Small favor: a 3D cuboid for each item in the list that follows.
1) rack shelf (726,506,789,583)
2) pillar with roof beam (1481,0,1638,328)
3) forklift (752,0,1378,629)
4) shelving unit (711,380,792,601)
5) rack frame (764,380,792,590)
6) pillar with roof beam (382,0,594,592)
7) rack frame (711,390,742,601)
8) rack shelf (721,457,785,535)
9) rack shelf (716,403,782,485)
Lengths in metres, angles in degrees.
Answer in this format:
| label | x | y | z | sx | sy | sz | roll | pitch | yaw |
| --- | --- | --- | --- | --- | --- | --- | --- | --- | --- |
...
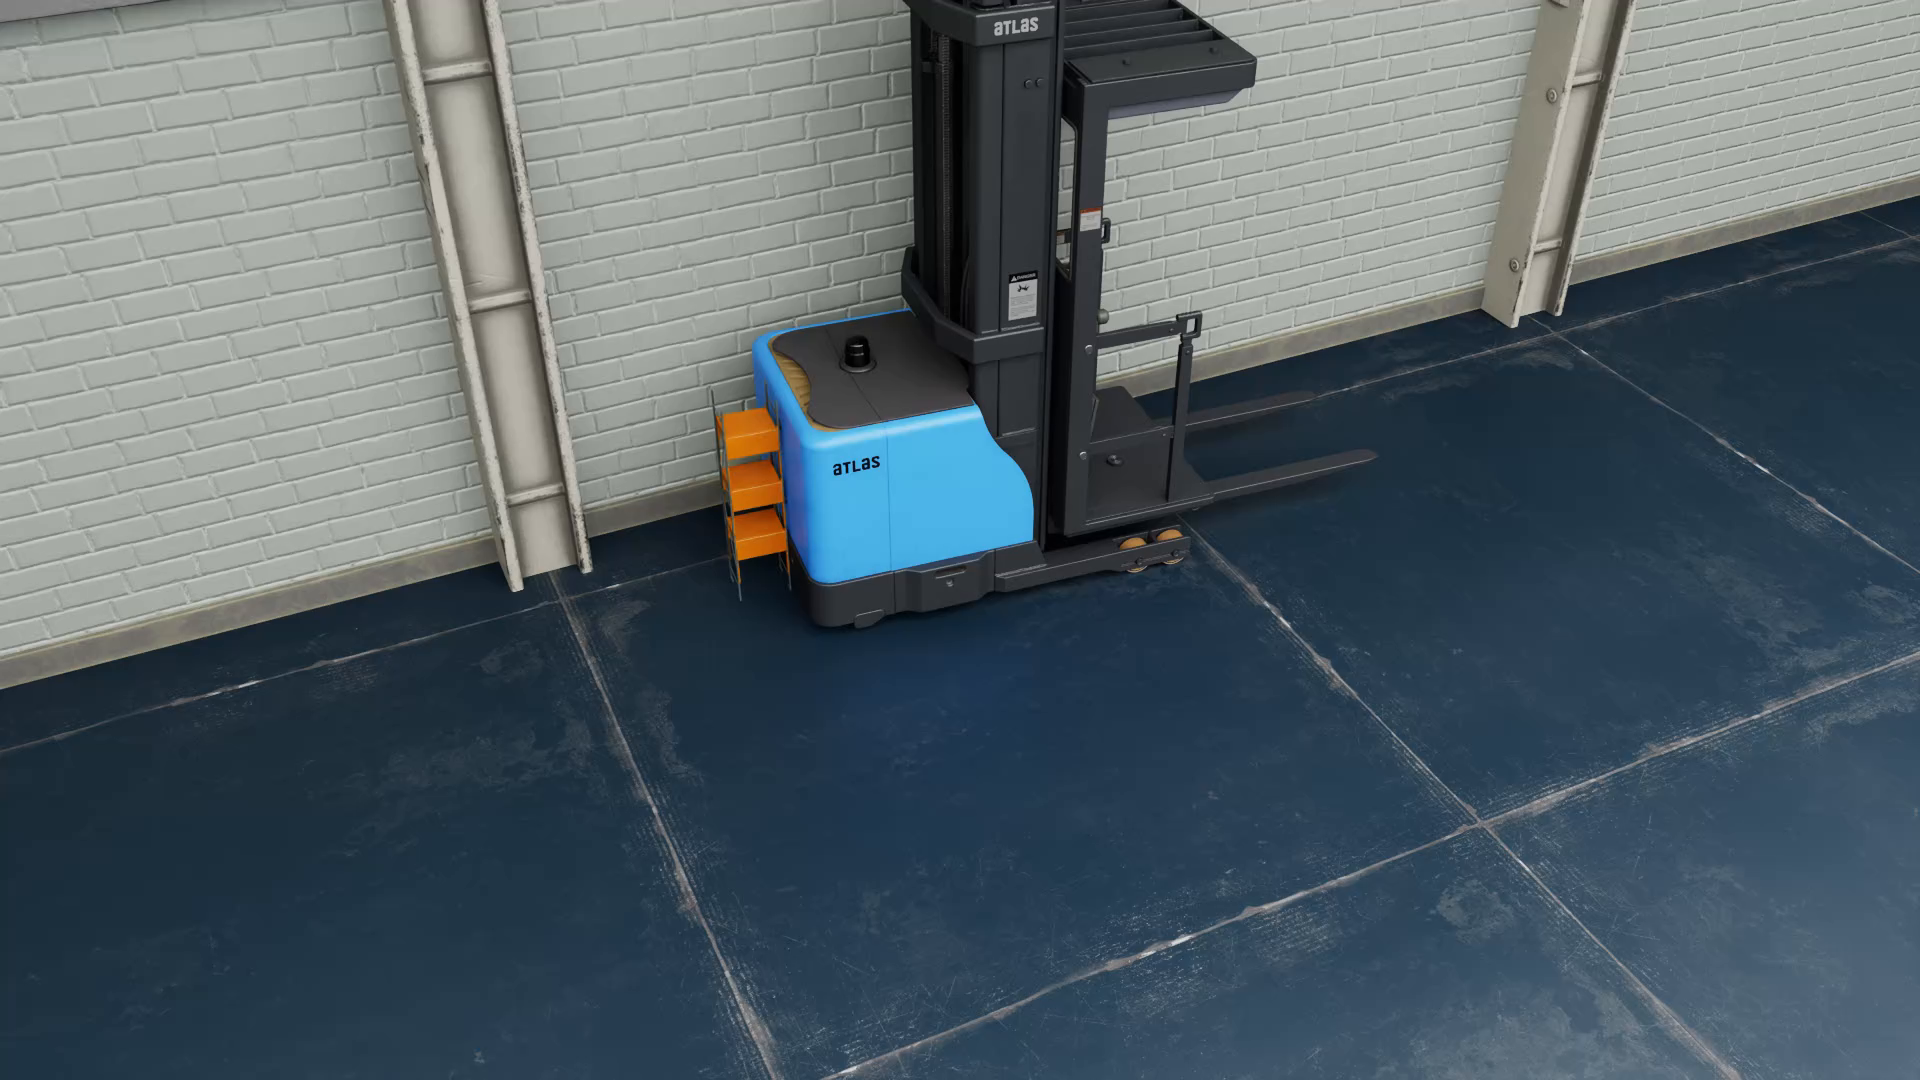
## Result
| label | x | y | z | sx | sy | sz | roll | pitch | yaw |
| --- | --- | --- | --- | --- | --- | --- | --- | --- | --- |
| rack shelf | -0.955 | 0.017 | 7.830 | 0.240 | 0.259 | 0.215 | -12 | 38 | -16 |
| pillar with roof beam | 5.242 | -2.696 | 4.331 | 0.400 | 9.000 | 9.100 | -16 | 39 | -20 |
| forklift | 0.591 | -1.304 | 7.548 | 3.031 | 2.935 | 1.130 | -12 | 38 | -16 |
| shelving unit | -0.955 | -0.215 | 7.658 | 0.252 | 1.050 | 0.215 | -12 | 38 | -16 |
| rack frame | -0.840 | -0.239 | 7.692 | 0.008 | 1.050 | 0.200 | -12 | 38 | -16 |
| pillar with roof beam | -0.189 | -1.177 | 2.283 | 0.400 | 9.000 | 9.100 | -16 | 39 | -20 |
| rack frame | -1.070 | -0.190 | 7.625 | 0.008 | 1.050 | 0.200 | -12 | 38 | -16 |
| rack shelf | -0.955 | -0.206 | 7.665 | 0.240 | 0.259 | 0.215 | -12 | 38 | -16 |
| rack shelf | -0.955 | -0.434 | 7.495 | 0.240 | 0.259 | 0.215 | -12 | 38 | -16 |
